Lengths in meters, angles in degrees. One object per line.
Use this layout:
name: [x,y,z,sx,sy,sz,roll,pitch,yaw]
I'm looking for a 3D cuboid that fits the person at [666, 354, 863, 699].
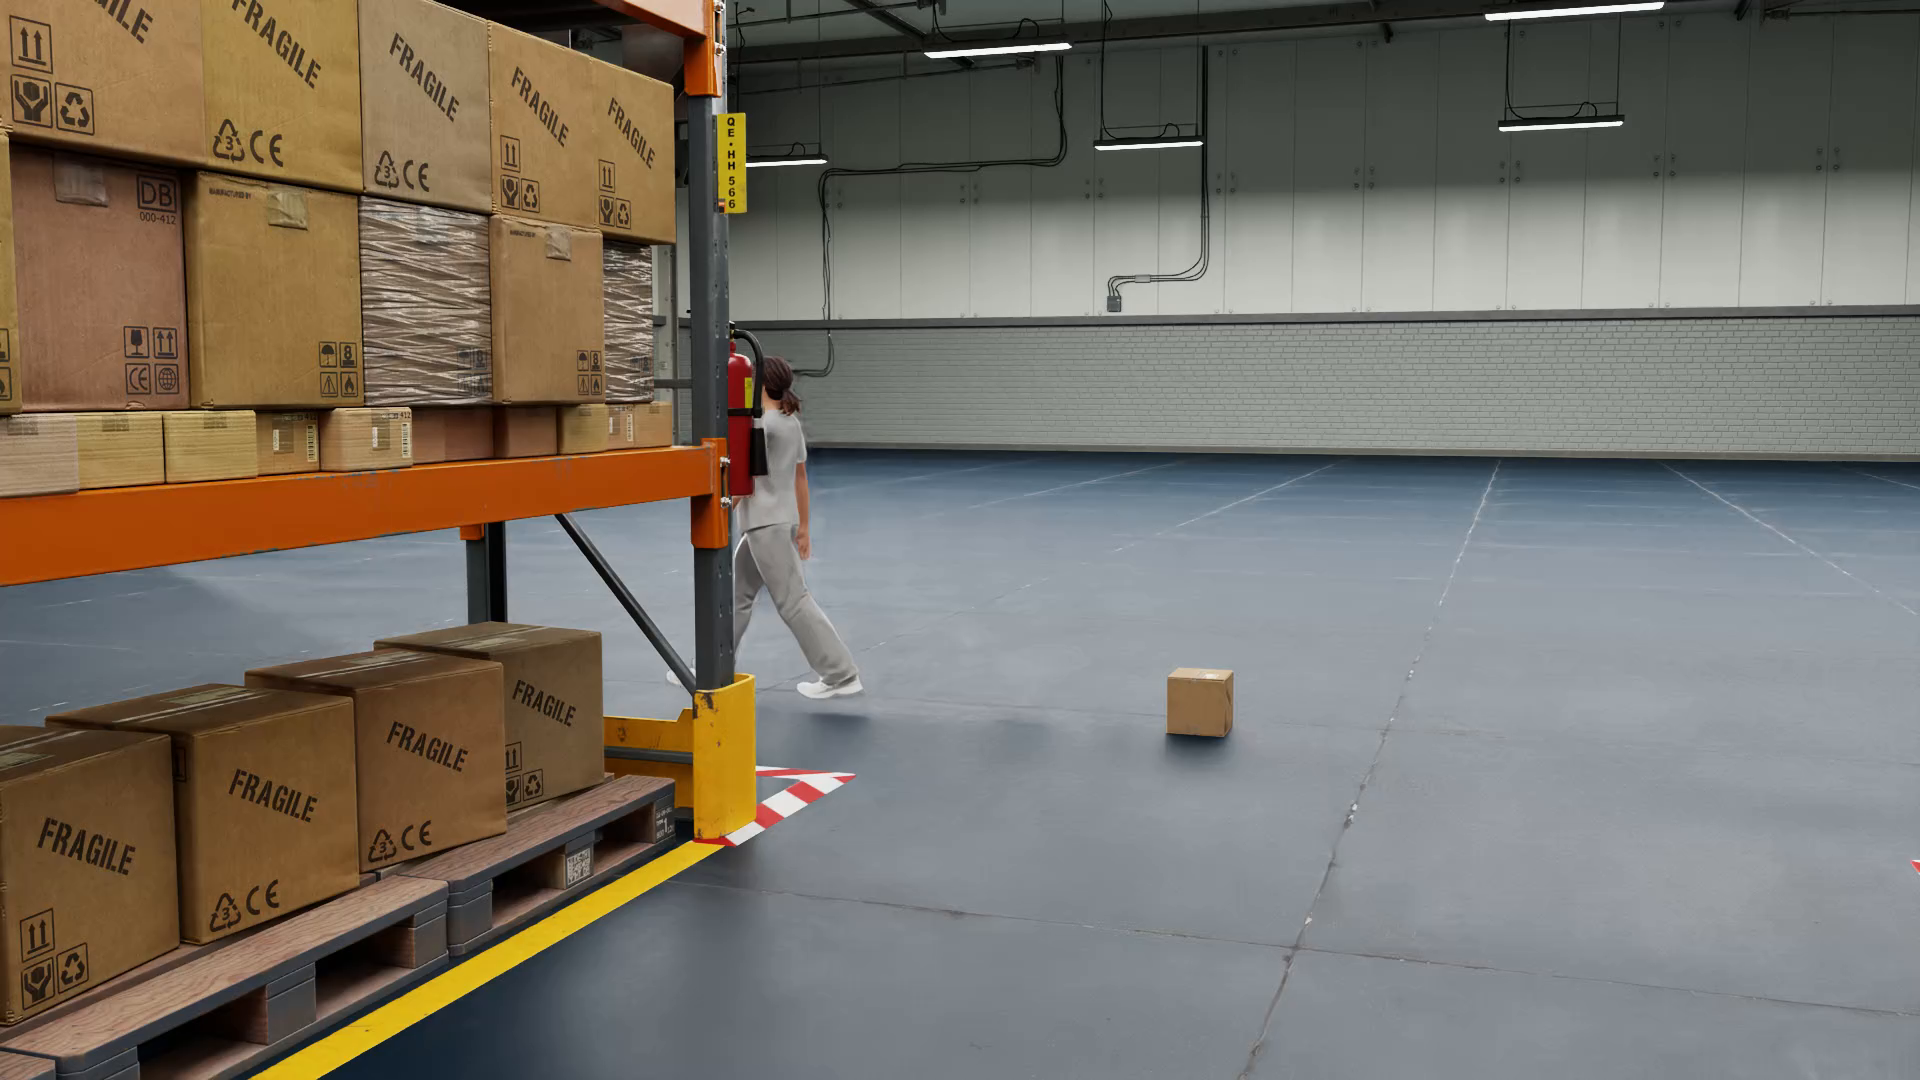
person: [-0.948,-0.059,7.798,1.049,1.606,0.453,2,6,16]
